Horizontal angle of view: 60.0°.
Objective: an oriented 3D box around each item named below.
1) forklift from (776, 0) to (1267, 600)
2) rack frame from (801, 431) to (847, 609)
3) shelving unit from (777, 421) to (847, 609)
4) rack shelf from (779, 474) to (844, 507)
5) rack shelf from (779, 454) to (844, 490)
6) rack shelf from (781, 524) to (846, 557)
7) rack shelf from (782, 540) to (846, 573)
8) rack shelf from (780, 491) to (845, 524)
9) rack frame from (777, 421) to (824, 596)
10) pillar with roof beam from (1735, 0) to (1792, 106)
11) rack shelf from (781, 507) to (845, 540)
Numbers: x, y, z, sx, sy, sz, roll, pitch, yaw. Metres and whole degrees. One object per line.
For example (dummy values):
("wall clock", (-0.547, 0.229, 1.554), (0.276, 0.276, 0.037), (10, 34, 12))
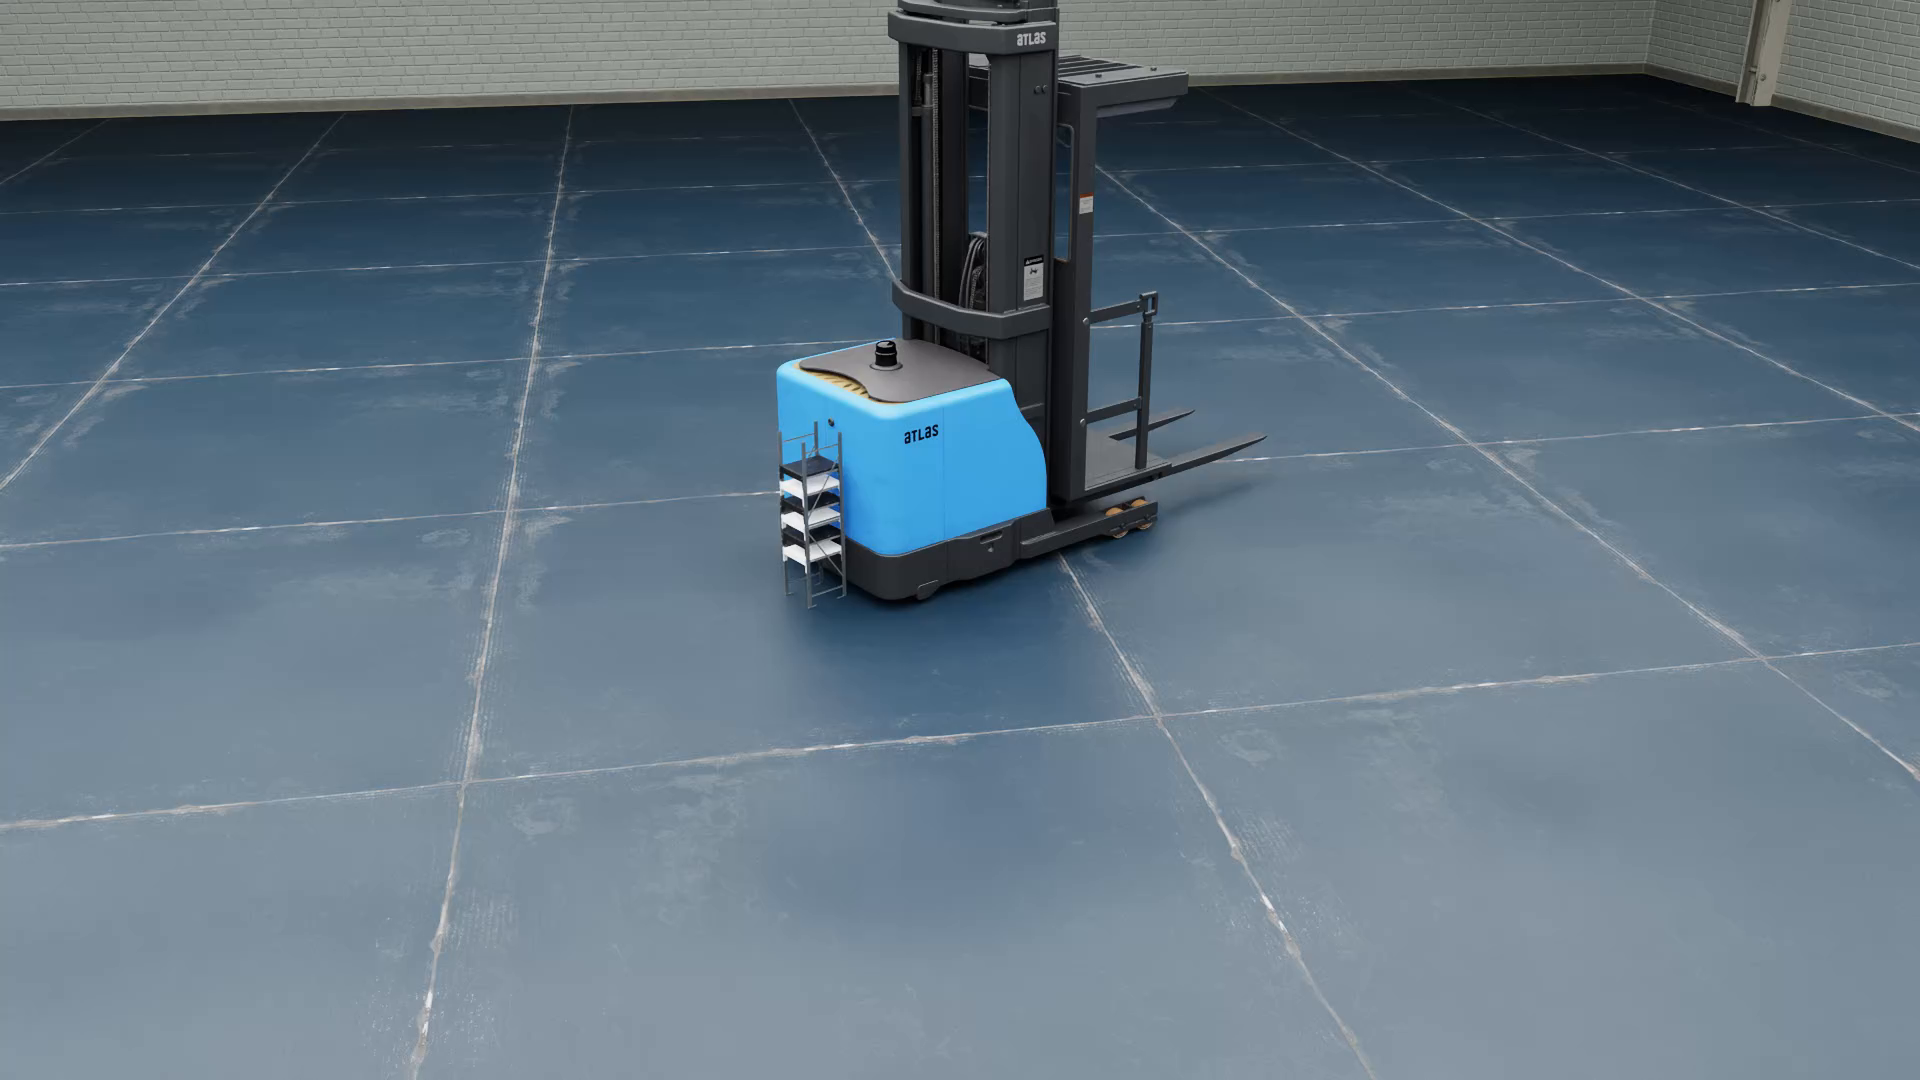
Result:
("forklift", (0.491, -1.501, 9.026), (3.031, 2.935, 1.130), (-18, 29, -35))
("rack frame", (-0.679, -0.094, 8.341), (0.240, 0.900, 0.006), (-19, 30, -36))
("shelving unit", (-0.745, -0.125, 8.412), (0.258, 0.900, 0.210), (-19, 30, -36))
("rack shelf", (-0.745, -0.260, 8.354), (0.258, 0.077, 0.200), (-19, 30, -36))
("rack shelf", (-0.745, -0.342, 8.318), (0.258, 0.077, 0.200), (-19, 30, -36))
("rack shelf", (-0.745, -0.012, 8.462), (0.258, 0.077, 0.200), (-19, 30, -36))
("rack shelf", (-0.745, 0.070, 8.498), (0.258, 0.077, 0.200), (-19, 30, -36))
("rack shelf", (-0.745, -0.177, 8.390), (0.258, 0.077, 0.200), (-19, 30, -36))
("rack frame", (-0.810, -0.156, 8.484), (0.240, 0.900, 0.006), (-19, 30, -36))
("pillar with roof beam", (6.835, -9.892, 20.655), (9.100, 9.000, 0.400), (-4, 24, -10))
("rack shelf", (-0.745, -0.095, 8.426), (0.258, 0.077, 0.200), (-19, 30, -36))
